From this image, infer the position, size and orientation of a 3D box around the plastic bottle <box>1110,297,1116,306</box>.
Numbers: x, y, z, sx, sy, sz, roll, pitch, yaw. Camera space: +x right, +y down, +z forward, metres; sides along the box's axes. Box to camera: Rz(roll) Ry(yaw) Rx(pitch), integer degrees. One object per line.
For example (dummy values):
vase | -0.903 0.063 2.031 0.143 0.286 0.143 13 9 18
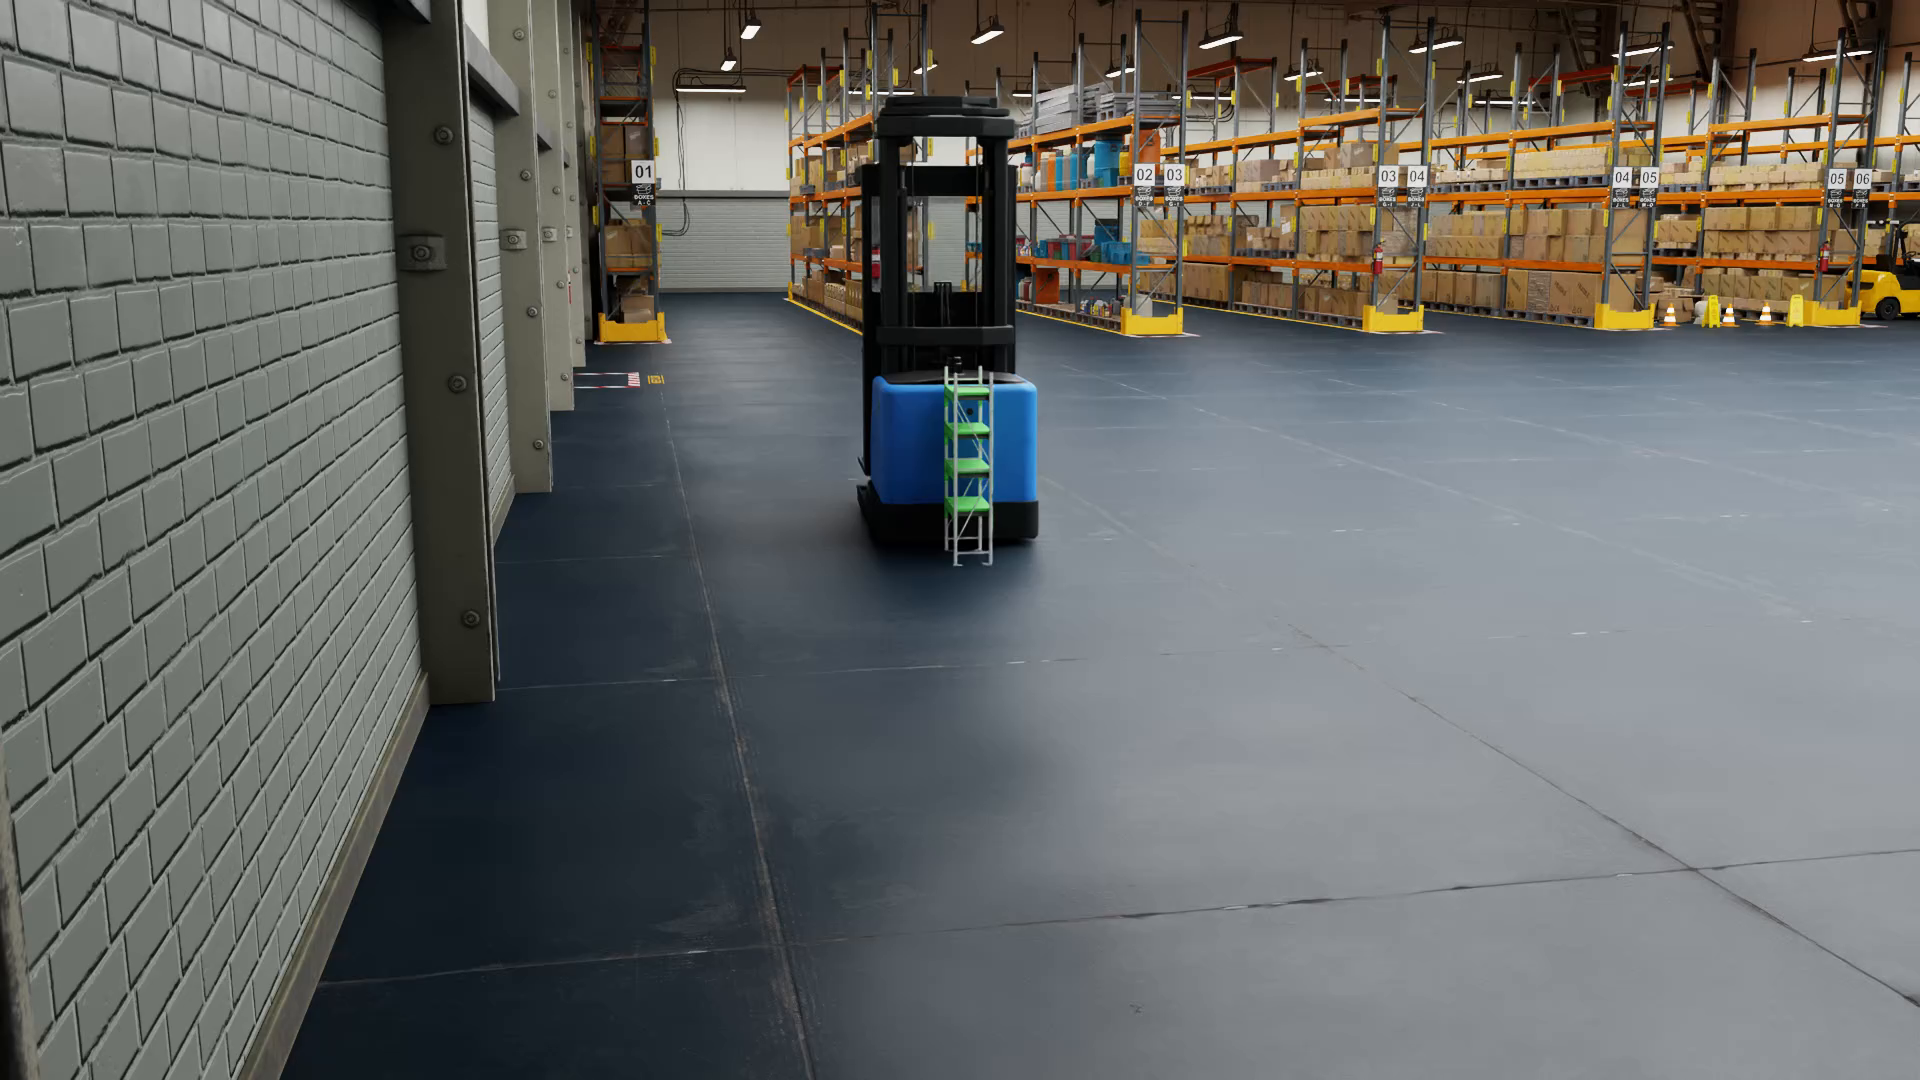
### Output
plastic bottle | 3.253 -4.986 35.276 0.144 0.351 0.185 -2 11 -11

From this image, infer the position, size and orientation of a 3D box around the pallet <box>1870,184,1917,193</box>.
pallet | 22.250 -8.446 40.039 0.805 0.209 1.217 -3 11 -13

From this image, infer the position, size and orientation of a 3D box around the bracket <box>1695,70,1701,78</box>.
bracket | 21.198 -13.312 47.441 0.235 0.232 0.430 -2 11 -11

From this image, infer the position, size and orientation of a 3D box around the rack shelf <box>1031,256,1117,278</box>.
rack shelf | 2.598 -6.197 37.657 1.077 0.370 4.000 -2 11 -11

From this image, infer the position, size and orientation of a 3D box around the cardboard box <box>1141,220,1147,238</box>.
cardboard box | 5.437 -8.816 47.093 0.500 0.500 0.500 -2 11 -12

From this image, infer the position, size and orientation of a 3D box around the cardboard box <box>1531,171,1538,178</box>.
cardboard box | 12.615 -7.913 36.007 0.380 0.149 0.250 -2 11 -12

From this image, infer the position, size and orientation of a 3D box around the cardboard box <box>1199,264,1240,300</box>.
cardboard box | 6.787 -6.551 42.152 1.225 0.875 0.875 -2 11 -11

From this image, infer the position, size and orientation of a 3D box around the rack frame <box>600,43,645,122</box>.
rack frame | -7.509 -9.504 37.063 1.000 3.000 0.127 -2 11 -11

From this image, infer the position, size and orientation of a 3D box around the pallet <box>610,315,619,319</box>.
pallet | -6.884 -4.596 34.781 1.003 0.211 1.213 -2 11 -11

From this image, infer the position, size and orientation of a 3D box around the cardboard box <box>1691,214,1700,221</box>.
cardboard box | 17.509 -7.739 39.913 0.380 0.149 0.250 -1 11 -8

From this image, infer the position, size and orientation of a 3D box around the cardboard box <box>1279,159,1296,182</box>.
cardboard box | 7.667 -8.357 37.659 0.797 0.503 0.637 -2 11 -9

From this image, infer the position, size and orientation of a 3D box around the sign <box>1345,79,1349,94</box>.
sign | 8.381 -9.825 36.039 0.100 0.325 0.005 -2 11 -11

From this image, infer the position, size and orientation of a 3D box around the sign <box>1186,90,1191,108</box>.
sign | 4.305 -8.314 31.368 0.100 0.325 0.005 -2 11 -11

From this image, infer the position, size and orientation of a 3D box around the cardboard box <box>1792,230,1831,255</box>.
cardboard box | 17.968 -6.275 35.081 0.500 0.500 0.500 -2 11 -12

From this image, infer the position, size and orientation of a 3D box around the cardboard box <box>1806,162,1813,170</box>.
cardboard box | 17.976 -7.832 34.842 0.380 0.149 0.250 -2 11 -10

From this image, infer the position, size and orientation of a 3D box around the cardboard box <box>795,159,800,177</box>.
cardboard box | -4.077 -10.031 44.910 0.700 0.500 0.500 -2 11 -11

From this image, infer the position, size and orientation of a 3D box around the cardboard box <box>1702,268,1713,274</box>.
cardboard box | 20.878 -7.500 46.403 0.380 0.149 0.250 -3 11 -14

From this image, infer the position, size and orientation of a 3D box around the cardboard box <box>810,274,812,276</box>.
cardboard box | -3.859 -7.103 45.999 0.500 0.500 0.500 -2 11 -11

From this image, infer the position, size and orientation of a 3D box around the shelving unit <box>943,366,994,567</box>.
shelving unit | 0.052 -0.473 10.472 0.258 1.200 0.503 -1 11 -7

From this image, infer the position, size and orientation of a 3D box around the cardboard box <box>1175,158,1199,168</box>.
cardboard box | 6.113 -10.150 44.817 0.500 0.250 0.500 -3 11 -15

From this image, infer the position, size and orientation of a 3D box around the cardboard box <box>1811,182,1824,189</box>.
cardboard box | 18.000 -7.396 34.682 0.380 0.149 0.250 -2 11 -11

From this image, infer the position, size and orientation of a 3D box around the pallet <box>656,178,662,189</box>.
pallet | -6.747 -7.322 34.122 1.213 0.211 1.003 -2 11 -11

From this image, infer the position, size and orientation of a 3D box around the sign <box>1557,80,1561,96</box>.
sign | 13.279 -10.025 36.879 0.100 0.325 0.005 -2 11 -11

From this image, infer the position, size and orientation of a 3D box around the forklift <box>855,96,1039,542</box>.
forklift | -0.178 -1.653 12.044 1.130 2.935 3.031 -1 11 -7

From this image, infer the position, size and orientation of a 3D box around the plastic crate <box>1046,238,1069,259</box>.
plastic crate | 2.223 -6.641 37.896 0.402 0.464 0.583 -2 11 -11

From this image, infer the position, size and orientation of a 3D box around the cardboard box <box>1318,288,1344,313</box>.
cardboard box | 8.002 -5.163 35.860 0.500 0.500 0.500 1 11 7

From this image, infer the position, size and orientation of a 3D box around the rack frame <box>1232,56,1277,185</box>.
rack frame | 7.067 -10.045 39.903 1.000 3.000 0.127 -2 11 -11

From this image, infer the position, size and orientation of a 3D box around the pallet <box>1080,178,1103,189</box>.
pallet | 3.223 -7.436 34.723 1.213 0.211 1.003 -2 11 -11

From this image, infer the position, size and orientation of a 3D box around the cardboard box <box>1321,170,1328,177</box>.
cardboard box | 7.813 -7.696 34.923 0.380 0.149 0.250 -2 11 -12

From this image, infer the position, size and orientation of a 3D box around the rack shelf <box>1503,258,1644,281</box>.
rack shelf | 13.119 -5.805 35.599 1.077 0.370 4.000 -2 11 -11

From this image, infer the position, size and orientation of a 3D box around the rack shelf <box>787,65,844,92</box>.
rack shelf | -3.818 -12.065 43.552 1.077 0.370 4.000 -2 11 -11

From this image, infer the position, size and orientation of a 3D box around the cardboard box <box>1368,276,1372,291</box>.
cardboard box | 11.162 -6.729 44.091 0.500 0.500 0.500 -2 11 -8

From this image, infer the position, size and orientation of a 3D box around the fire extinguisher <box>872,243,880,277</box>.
fire extinguisher | -1.527 -5.194 30.670 0.296 0.674 0.183 -2 11 -11

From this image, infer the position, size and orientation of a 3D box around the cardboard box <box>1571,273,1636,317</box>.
cardboard box | 13.311 -5.077 34.405 0.875 0.875 0.875 -2 11 -11

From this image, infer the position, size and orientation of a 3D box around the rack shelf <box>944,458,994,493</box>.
rack shelf | 0.052 -0.410 10.484 0.258 0.148 0.480 -1 11 -7

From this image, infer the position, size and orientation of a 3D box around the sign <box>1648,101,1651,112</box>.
sign | 17.318 -10.924 41.814 0.100 0.325 0.005 -2 11 -11

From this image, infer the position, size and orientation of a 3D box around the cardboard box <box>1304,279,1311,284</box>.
cardboard box | 10.244 -7.521 48.394 0.380 0.149 0.250 -2 11 -11

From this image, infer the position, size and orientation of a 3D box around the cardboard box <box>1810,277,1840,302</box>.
cardboard box | 18.453 -5.377 35.649 0.500 0.500 0.500 -3 11 -13

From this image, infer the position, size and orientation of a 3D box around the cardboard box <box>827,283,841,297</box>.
cardboard box | -2.727 -5.666 37.674 0.500 0.311 0.500 -2 11 -12

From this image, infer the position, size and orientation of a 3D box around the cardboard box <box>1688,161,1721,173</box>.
cardboard box | 17.328 -8.678 38.684 0.500 0.250 0.500 -2 11 -10

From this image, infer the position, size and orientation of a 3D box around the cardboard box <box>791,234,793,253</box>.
cardboard box | -4.379 -8.163 45.796 0.500 0.500 0.500 -2 11 -10

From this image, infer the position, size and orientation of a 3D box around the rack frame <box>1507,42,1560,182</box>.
rack frame | 12.730 -9.473 36.898 1.000 3.000 0.127 -2 11 -11

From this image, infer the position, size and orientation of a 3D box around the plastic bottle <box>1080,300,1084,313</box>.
plastic bottle | 2.619 -4.985 35.486 0.097 0.271 0.097 0 11 0

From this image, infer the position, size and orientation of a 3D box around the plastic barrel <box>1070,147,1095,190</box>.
plastic barrel | 2.675 -7.989 35.784 0.600 0.901 0.708 -2 11 -11

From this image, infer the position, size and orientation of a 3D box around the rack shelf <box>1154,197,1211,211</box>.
rack shelf | 5.900 -9.318 46.032 1.077 0.370 4.000 -2 11 -11

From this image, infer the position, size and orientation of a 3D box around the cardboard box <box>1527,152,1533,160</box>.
cardboard box | 12.567 -8.351 36.174 0.380 0.149 0.250 -2 11 -12

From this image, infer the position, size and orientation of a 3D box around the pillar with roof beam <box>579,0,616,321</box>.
pillar with roof beam | -3.882 -9.391 36.468 9.100 9.000 0.548 -2 11 -11

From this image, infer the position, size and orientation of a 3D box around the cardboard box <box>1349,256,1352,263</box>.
cardboard box | 8.177 -5.735 33.978 0.380 0.149 0.250 -2 11 -11

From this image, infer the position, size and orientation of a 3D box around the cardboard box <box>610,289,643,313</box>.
cardboard box | -7.040 -5.039 35.157 0.700 0.500 0.500 -2 11 -12

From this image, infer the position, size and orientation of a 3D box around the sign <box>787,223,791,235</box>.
sign | -4.739 -8.611 46.098 0.100 0.325 0.005 -2 11 -11
